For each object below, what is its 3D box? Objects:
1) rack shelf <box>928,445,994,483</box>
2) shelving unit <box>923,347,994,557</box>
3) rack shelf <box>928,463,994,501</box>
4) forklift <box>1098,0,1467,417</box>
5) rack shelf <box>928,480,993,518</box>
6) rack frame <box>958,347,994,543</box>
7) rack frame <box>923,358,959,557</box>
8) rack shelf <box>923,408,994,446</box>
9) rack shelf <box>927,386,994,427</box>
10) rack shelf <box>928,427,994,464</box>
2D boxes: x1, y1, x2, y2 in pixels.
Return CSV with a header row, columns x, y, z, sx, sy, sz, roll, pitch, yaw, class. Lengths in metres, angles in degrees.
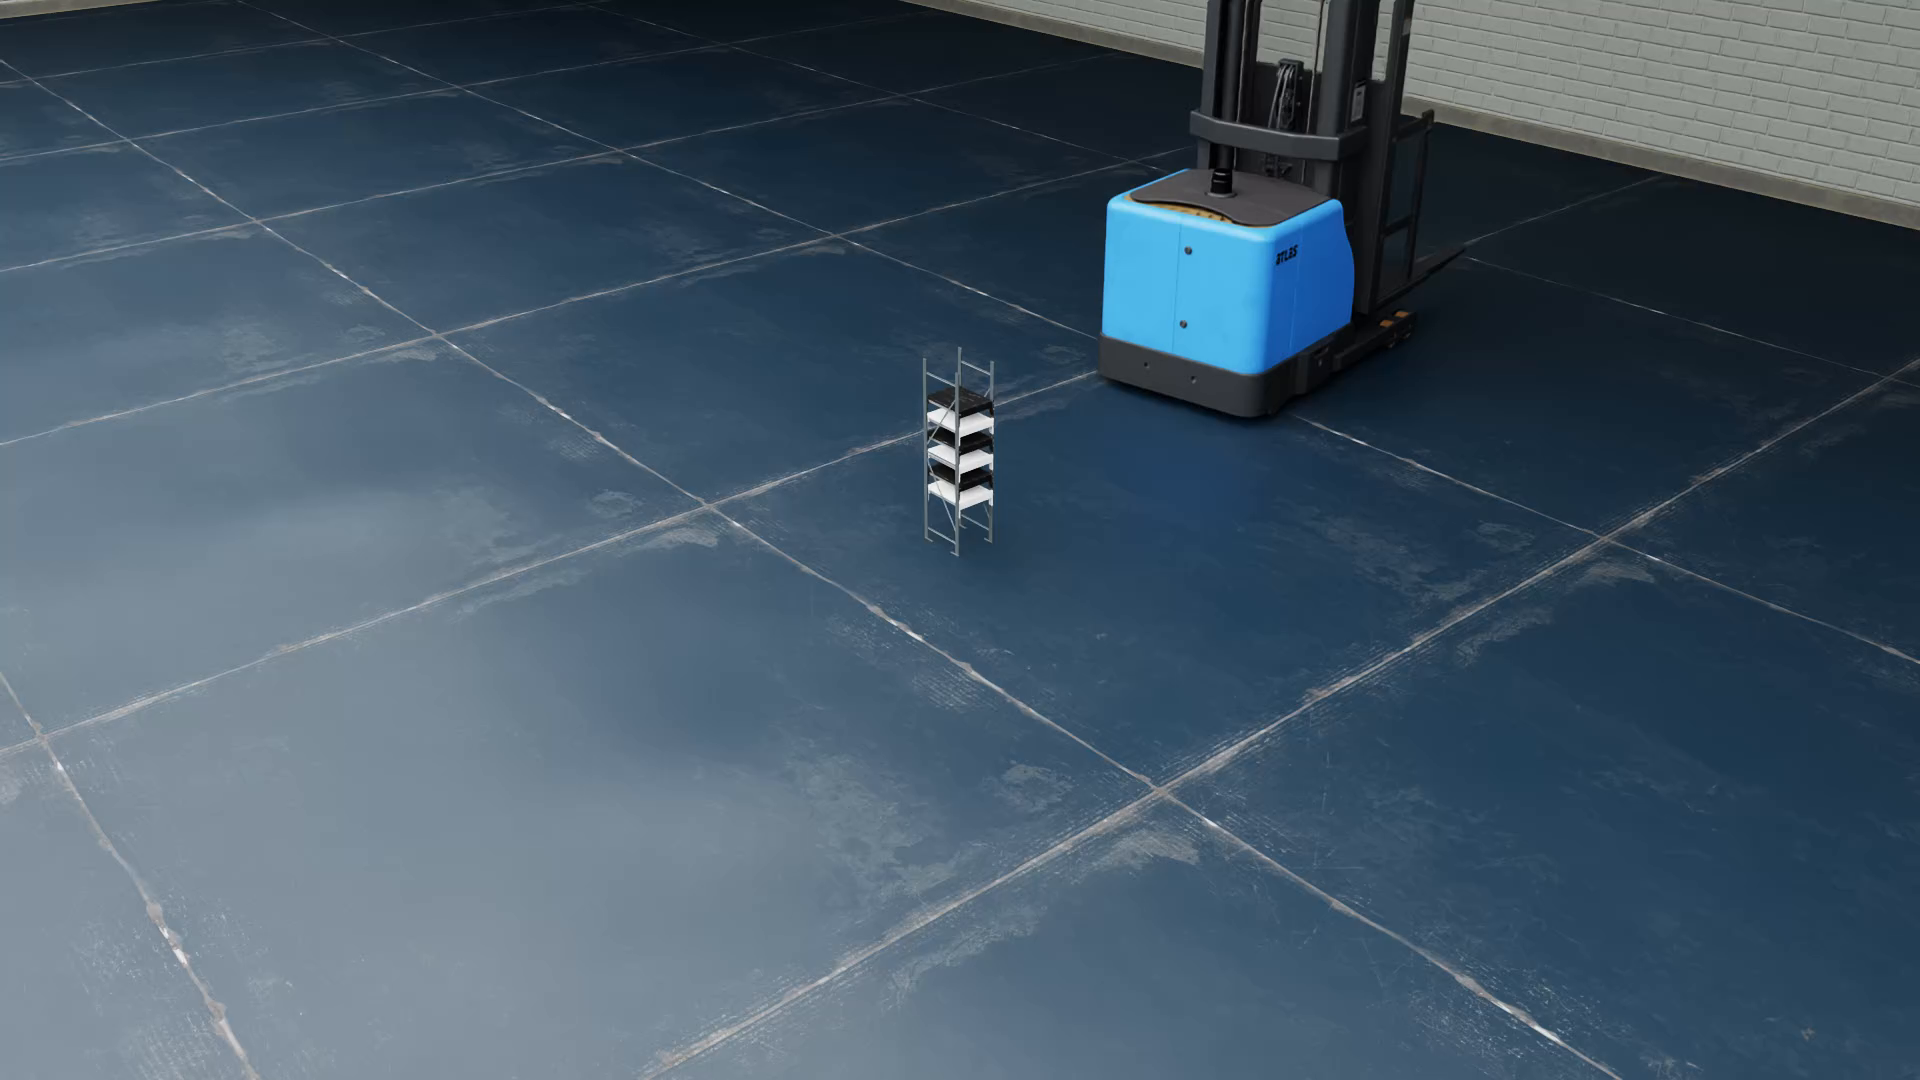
x,y,z,sx,sy,sz,roll,pitch,yaw,class
-0.006,-0.365,7.549,0.200,0.077,0.258,-22,35,-35,rack shelf
-0.006,-0.394,7.533,0.210,0.900,0.258,-22,35,-35,shelving unit
-0.006,-0.286,7.591,0.200,0.077,0.258,-22,35,-35,rack shelf
2.098,-2.567,9.444,1.130,2.935,3.031,21,35,34,forklift
-0.006,-0.206,7.634,0.200,0.077,0.258,-22,35,-35,rack shelf
0.071,-0.426,7.591,0.006,0.900,0.240,-22,35,-35,rack frame
-0.084,-0.363,7.475,0.006,0.900,0.240,-22,35,-35,rack frame
-0.006,-0.524,7.464,0.200,0.077,0.258,-22,35,-35,rack shelf
-0.006,-0.603,7.422,0.200,0.077,0.258,-22,35,-35,rack shelf
-0.006,-0.444,7.507,0.200,0.077,0.258,-22,35,-35,rack shelf
